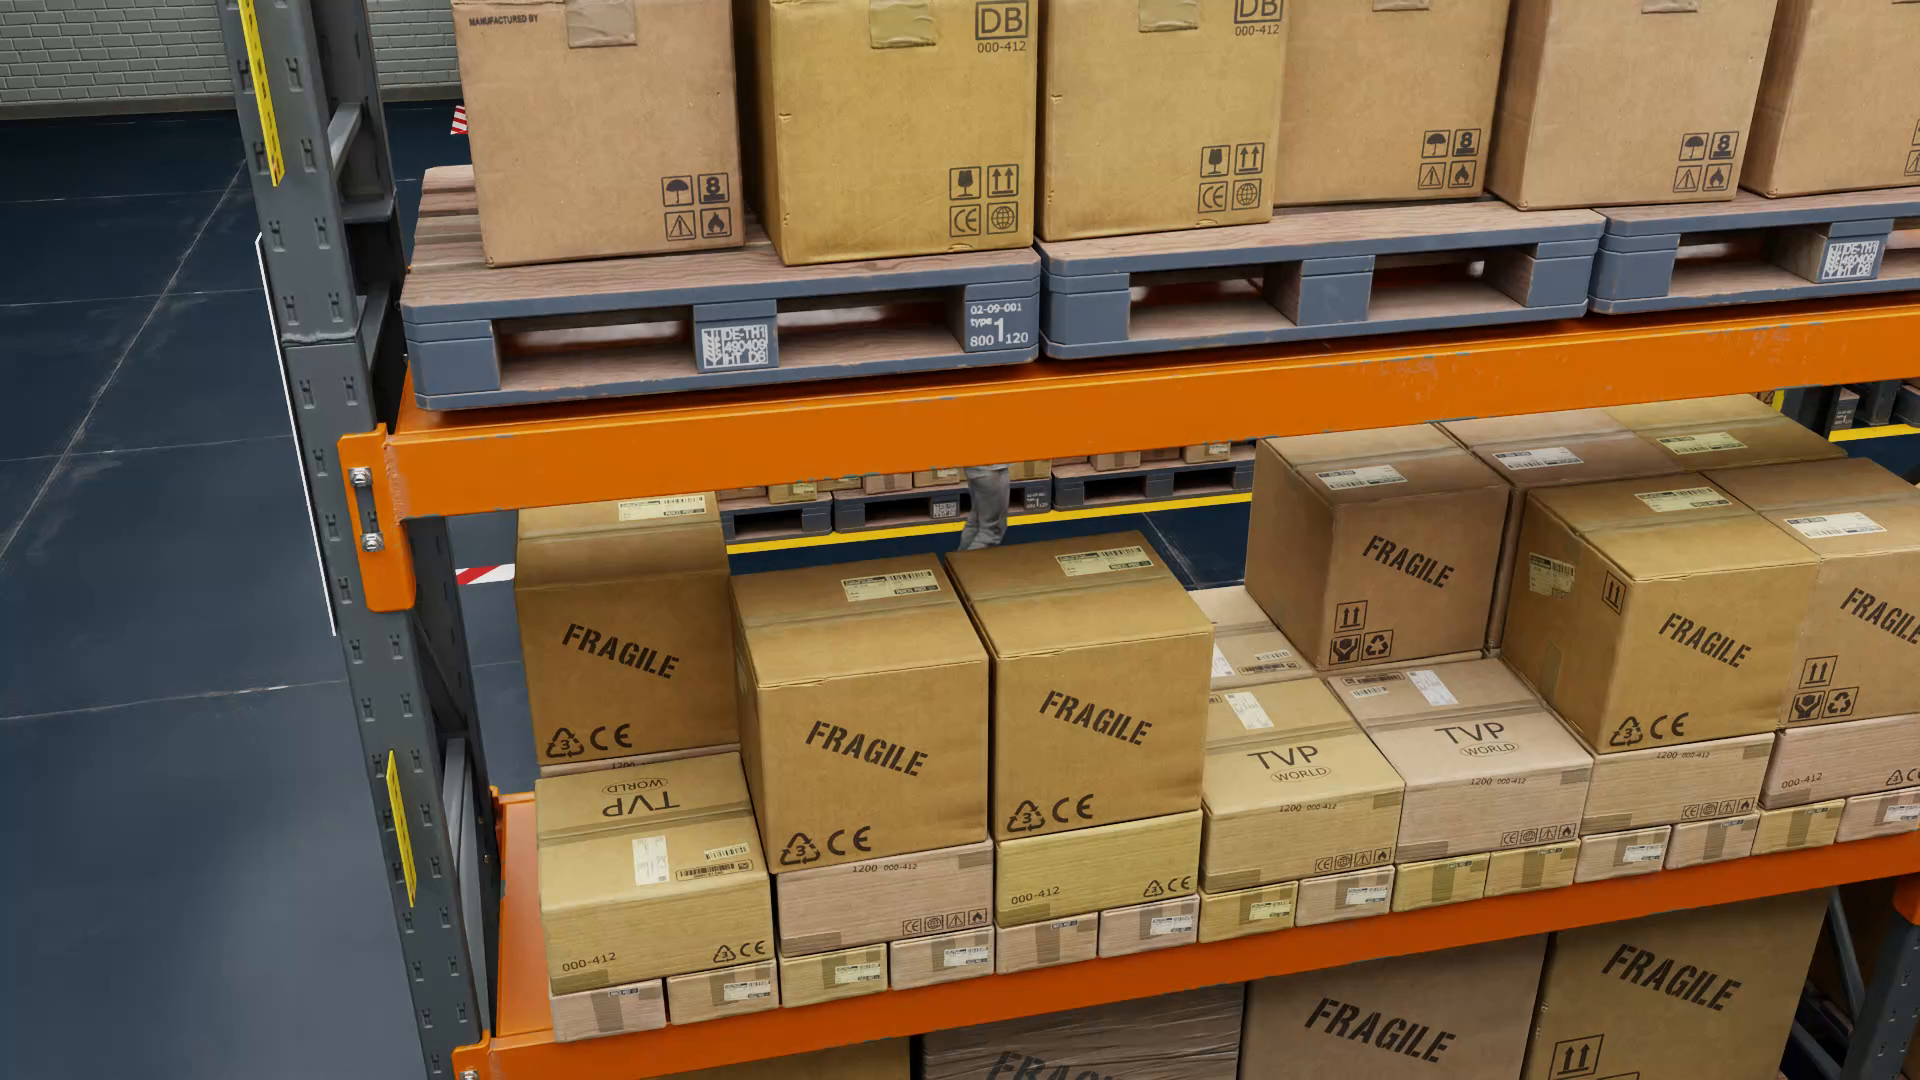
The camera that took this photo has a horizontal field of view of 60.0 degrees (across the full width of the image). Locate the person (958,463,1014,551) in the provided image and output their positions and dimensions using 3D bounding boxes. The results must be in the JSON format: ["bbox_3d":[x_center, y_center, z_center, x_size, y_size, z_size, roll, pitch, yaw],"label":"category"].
[{"bbox_3d":[0.116,-0.389,7.895,0.306,1.593,0.406,-5,28,-10],"label":"person"}]
